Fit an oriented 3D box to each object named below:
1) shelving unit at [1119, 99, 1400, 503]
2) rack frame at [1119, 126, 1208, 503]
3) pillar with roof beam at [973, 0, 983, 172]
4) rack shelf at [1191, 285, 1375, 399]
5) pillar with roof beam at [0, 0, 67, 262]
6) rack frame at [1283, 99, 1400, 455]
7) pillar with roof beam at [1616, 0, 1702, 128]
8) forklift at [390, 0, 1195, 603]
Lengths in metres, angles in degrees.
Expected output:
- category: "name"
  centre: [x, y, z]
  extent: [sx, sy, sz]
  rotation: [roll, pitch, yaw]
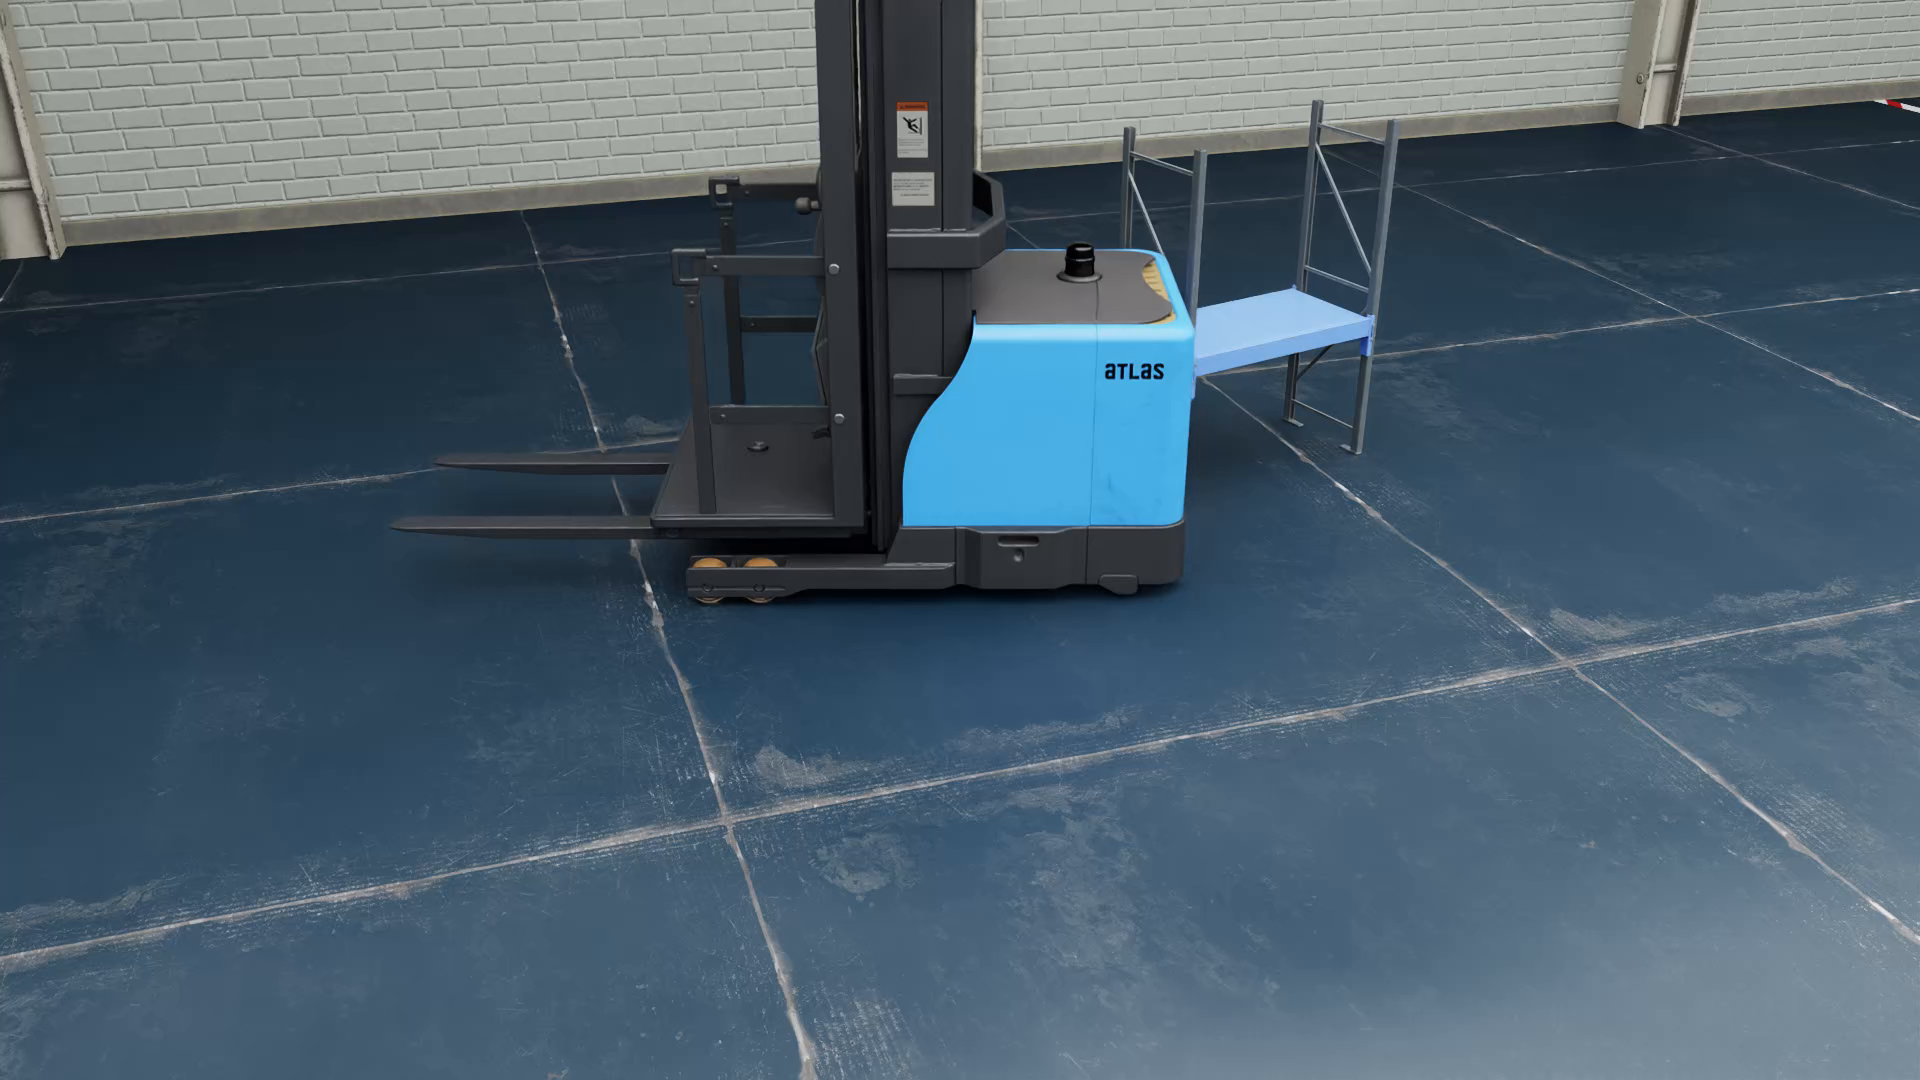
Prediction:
- category: "shelving unit"
  centre: [1.243, -1.035, 7.149]
  extent: [1.048, 1.500, 0.538]
  rotation: [-15, 30, -28]
- category: "rack frame"
  centre: [0.809, -0.918, 6.912]
  extent: [0.032, 1.500, 0.500]
  rotation: [-15, 30, -28]
- category: "pillar with roof beam"
  centre: [1.258, -4.807, 6.313]
  extent: [0.400, 9.000, 9.100]
  rotation: [-8, 28, -16]
- category: "rack shelf"
  centre: [1.243, -0.874, 7.229]
  extent: [1.000, 0.185, 0.538]
  rotation: [-15, 30, -28]
- category: "pillar with roof beam"
  centre: [-4.447, -3.981, 4.649]
  extent: [0.400, 9.000, 9.100]
  rotation: [-8, 28, -16]
- category: "rack frame"
  centre: [1.677, -1.153, 7.386]
  extent: [0.032, 1.500, 0.500]
  rotation: [-15, 30, -28]
- category: "pillar with roof beam"
  centre: [6.963, -5.633, 7.978]
  extent: [0.400, 9.000, 9.100]
  rotation: [-8, 28, -16]
- category: "forklift"
  centre: [-0.666, -1.312, 6.096]
  extent: [3.031, 2.935, 1.130]
  rotation: [0, 26, 0]
